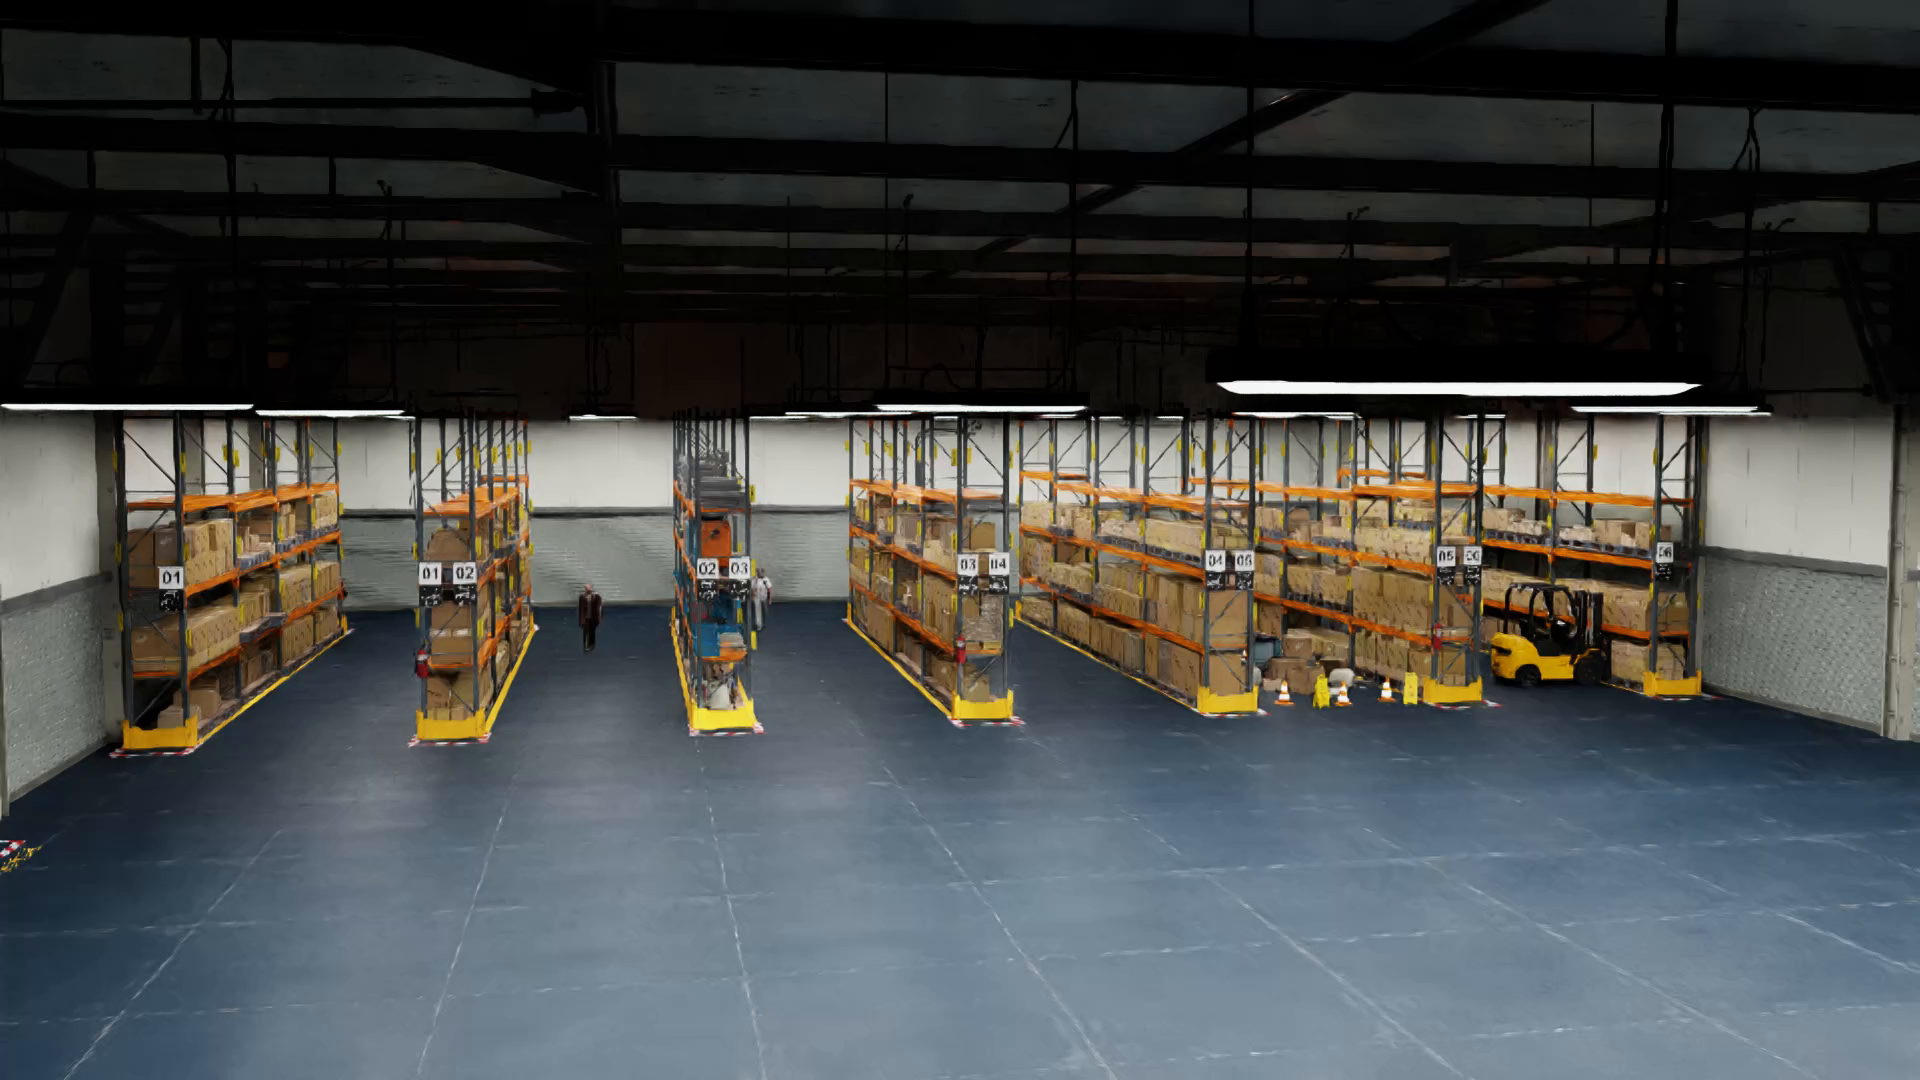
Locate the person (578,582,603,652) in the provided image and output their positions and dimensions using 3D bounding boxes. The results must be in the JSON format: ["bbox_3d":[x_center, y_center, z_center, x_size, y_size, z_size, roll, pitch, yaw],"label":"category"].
[{"bbox_3d":[-9.233,1.905,41.528,0.603,1.724,1.111,-1,4,-12],"label":"person"}]

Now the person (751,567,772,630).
[{"bbox_3d":[-5.475,1.599,45.938,0.557,1.709,1.030,-1,4,-12],"label":"person"}]

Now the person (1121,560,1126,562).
[{"bbox_3d":[4.690,1.426,48.354,0.677,1.741,0.551,-1,4,-12],"label":"person"}]

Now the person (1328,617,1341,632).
[{"bbox_3d":[9.960,1.664,44.465,0.499,1.774,0.578,1,4,18],"label":"person"}]
